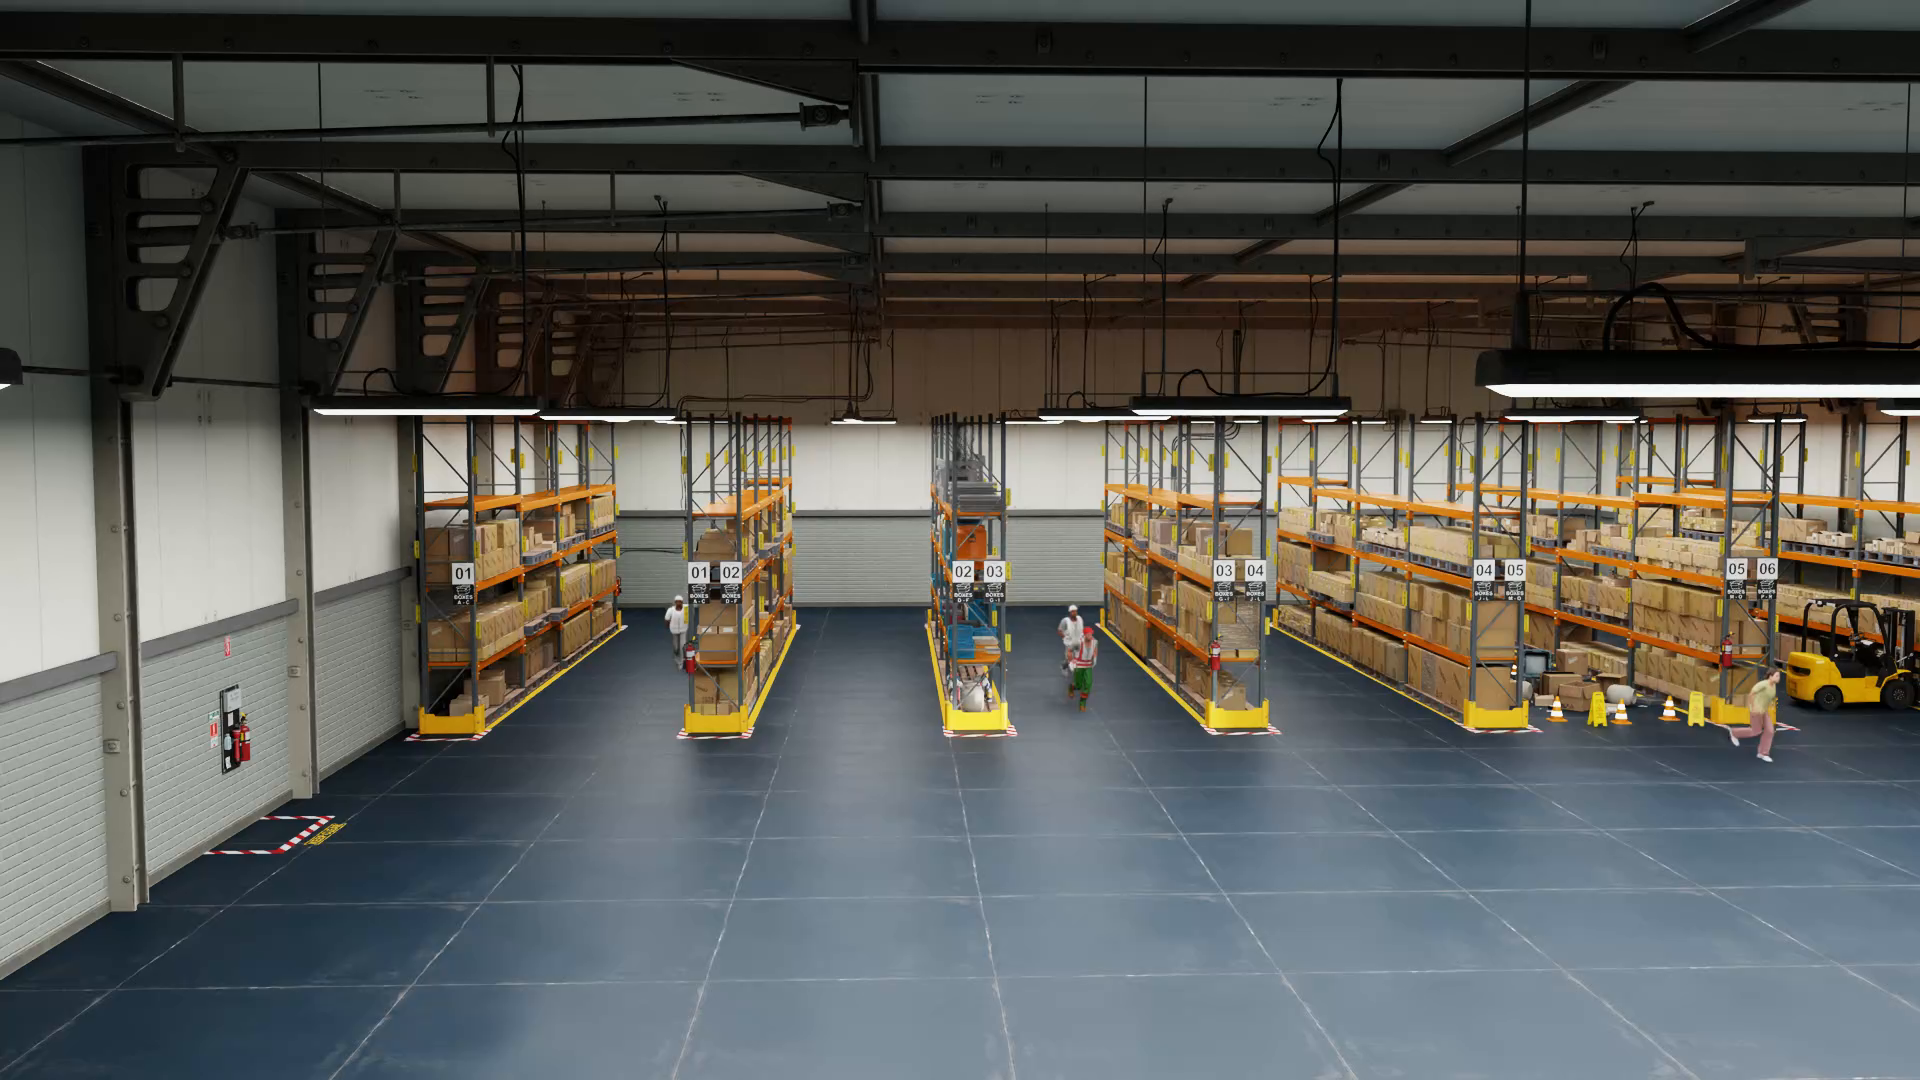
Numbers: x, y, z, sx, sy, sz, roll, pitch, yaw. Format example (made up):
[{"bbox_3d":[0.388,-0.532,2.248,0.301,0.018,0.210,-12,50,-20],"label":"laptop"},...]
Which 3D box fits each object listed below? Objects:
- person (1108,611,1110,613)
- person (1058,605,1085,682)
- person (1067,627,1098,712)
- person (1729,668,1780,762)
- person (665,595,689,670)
[{"bbox_3d":[4.725,1.552,48.939,0.844,1.752,0.565,2,4,29],"label":"person"},{"bbox_3d":[2.495,2.340,36.976,0.689,1.797,0.903,-1,4,-17],"label":"person"},{"bbox_3d":[2.464,2.593,33.728,0.659,1.723,0.915,-2,4,-28],"label":"person"},{"bbox_3d":[13.772,2.985,28.812,0.580,1.620,0.865,-3,5,-38],"label":"person"},{"bbox_3d":[-6.648,2.168,39.414,0.685,1.745,0.900,-1,4,-8],"label":"person"}]
